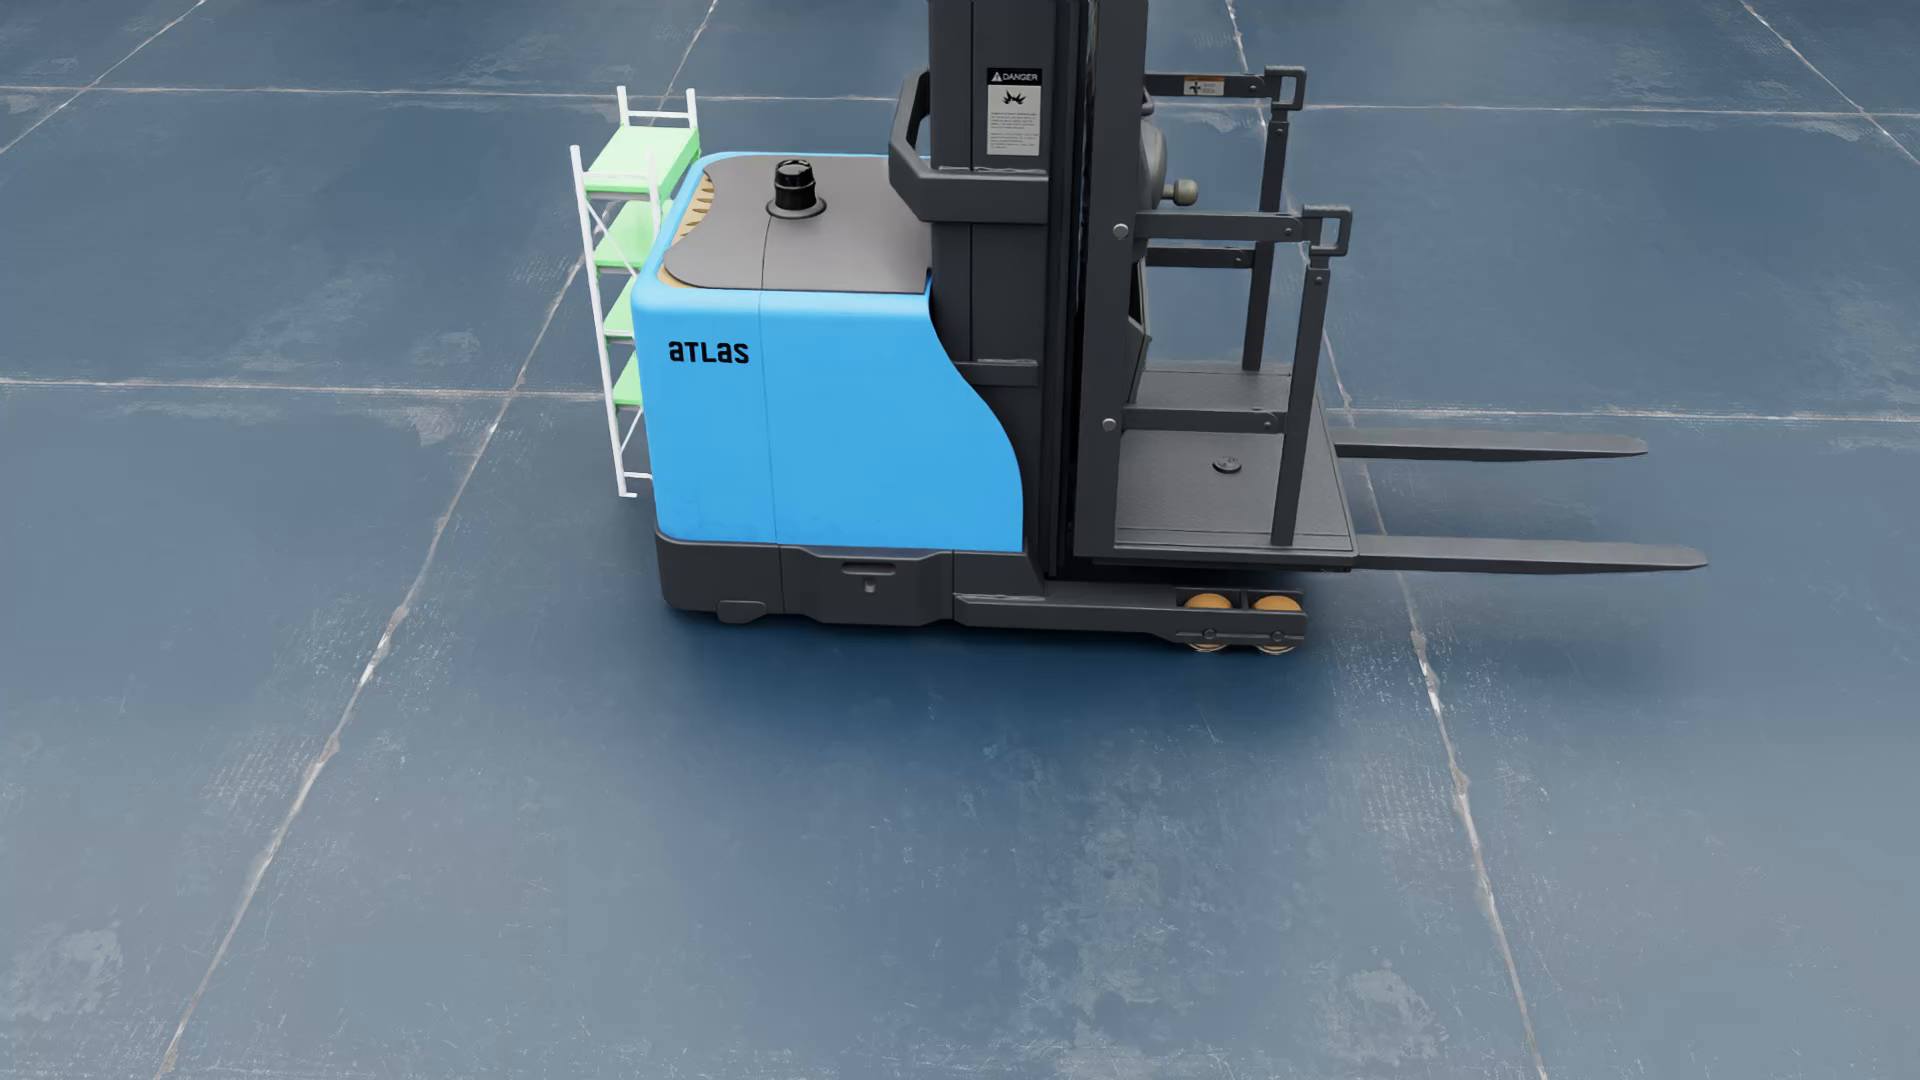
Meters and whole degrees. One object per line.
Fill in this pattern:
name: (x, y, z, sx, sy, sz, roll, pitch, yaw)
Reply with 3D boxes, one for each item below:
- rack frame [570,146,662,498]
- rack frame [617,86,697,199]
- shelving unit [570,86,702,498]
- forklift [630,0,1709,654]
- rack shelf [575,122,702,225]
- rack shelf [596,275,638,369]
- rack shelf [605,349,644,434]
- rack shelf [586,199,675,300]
rack frame: (-0.996, -0.630, 5.103, 0.240, 1.200, 0.015, 4, 35, 5)
rack frame: (-0.944, -0.909, 5.500, 0.240, 1.200, 0.015, 4, 35, 5)
shelving unit: (-0.970, -0.769, 5.301, 0.258, 1.200, 0.503, 4, 35, 5)
forklift: (0.655, -1.189, 4.393, 3.031, 2.935, 1.130, 2, 35, 3)
rack shelf: (-0.970, -1.110, 5.062, 0.258, 0.148, 0.480, 4, 35, 5)
rack shelf: (-0.970, -0.717, 5.338, 0.258, 0.148, 0.480, 4, 35, 5)
rack shelf: (-0.970, -0.521, 5.476, 0.258, 0.148, 0.480, 4, 35, 5)
rack shelf: (-0.970, -0.913, 5.200, 0.258, 0.148, 0.480, 4, 35, 5)
